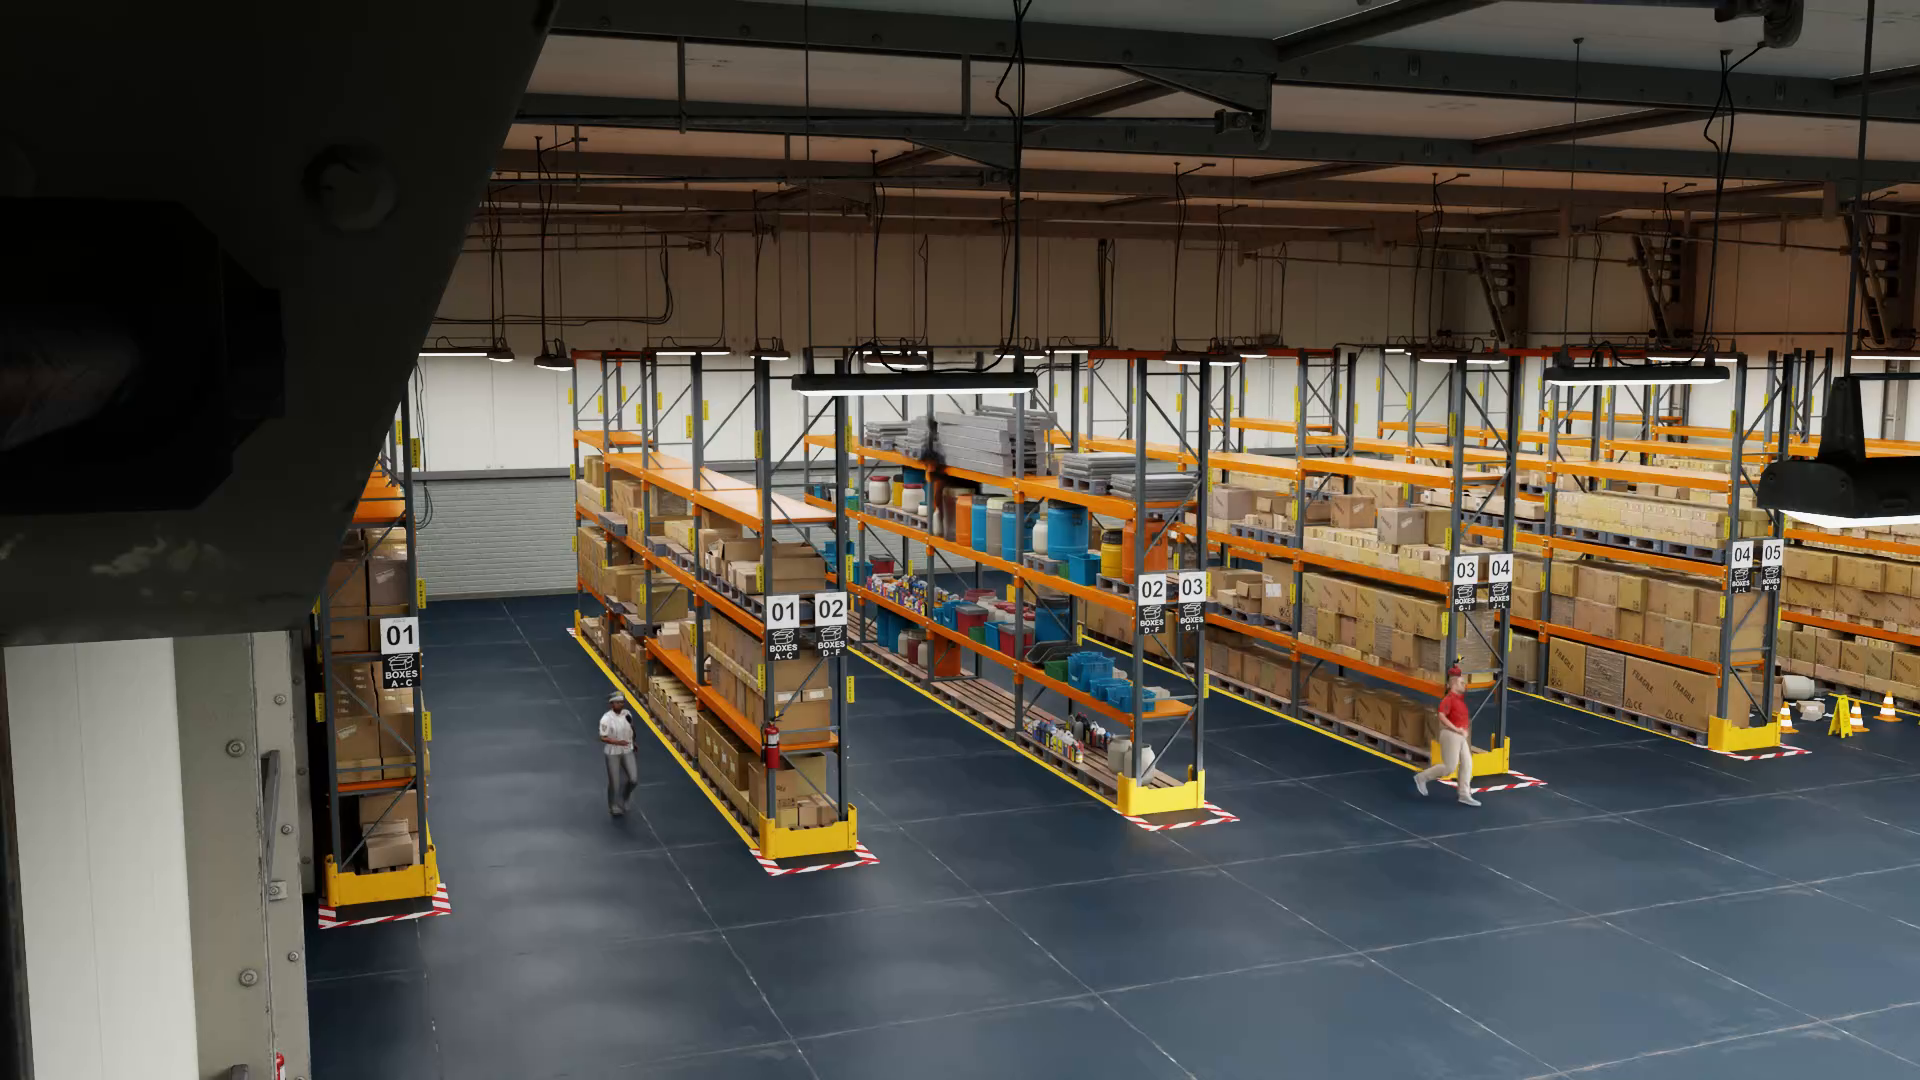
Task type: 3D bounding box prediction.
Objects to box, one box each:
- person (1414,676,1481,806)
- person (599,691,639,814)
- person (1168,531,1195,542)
[{"bbox_3d":[6.713,2.694,22.587,0.910,1.683,0.721,5,9,35],"label":"person"},{"bbox_3d":[-4.437,2.791,21.795,0.552,1.663,0.628,-5,9,-34],"label":"person"},{"bbox_3d":[5.317,0.380,40.819,0.663,1.819,0.726,-7,10,-43],"label":"person"}]
